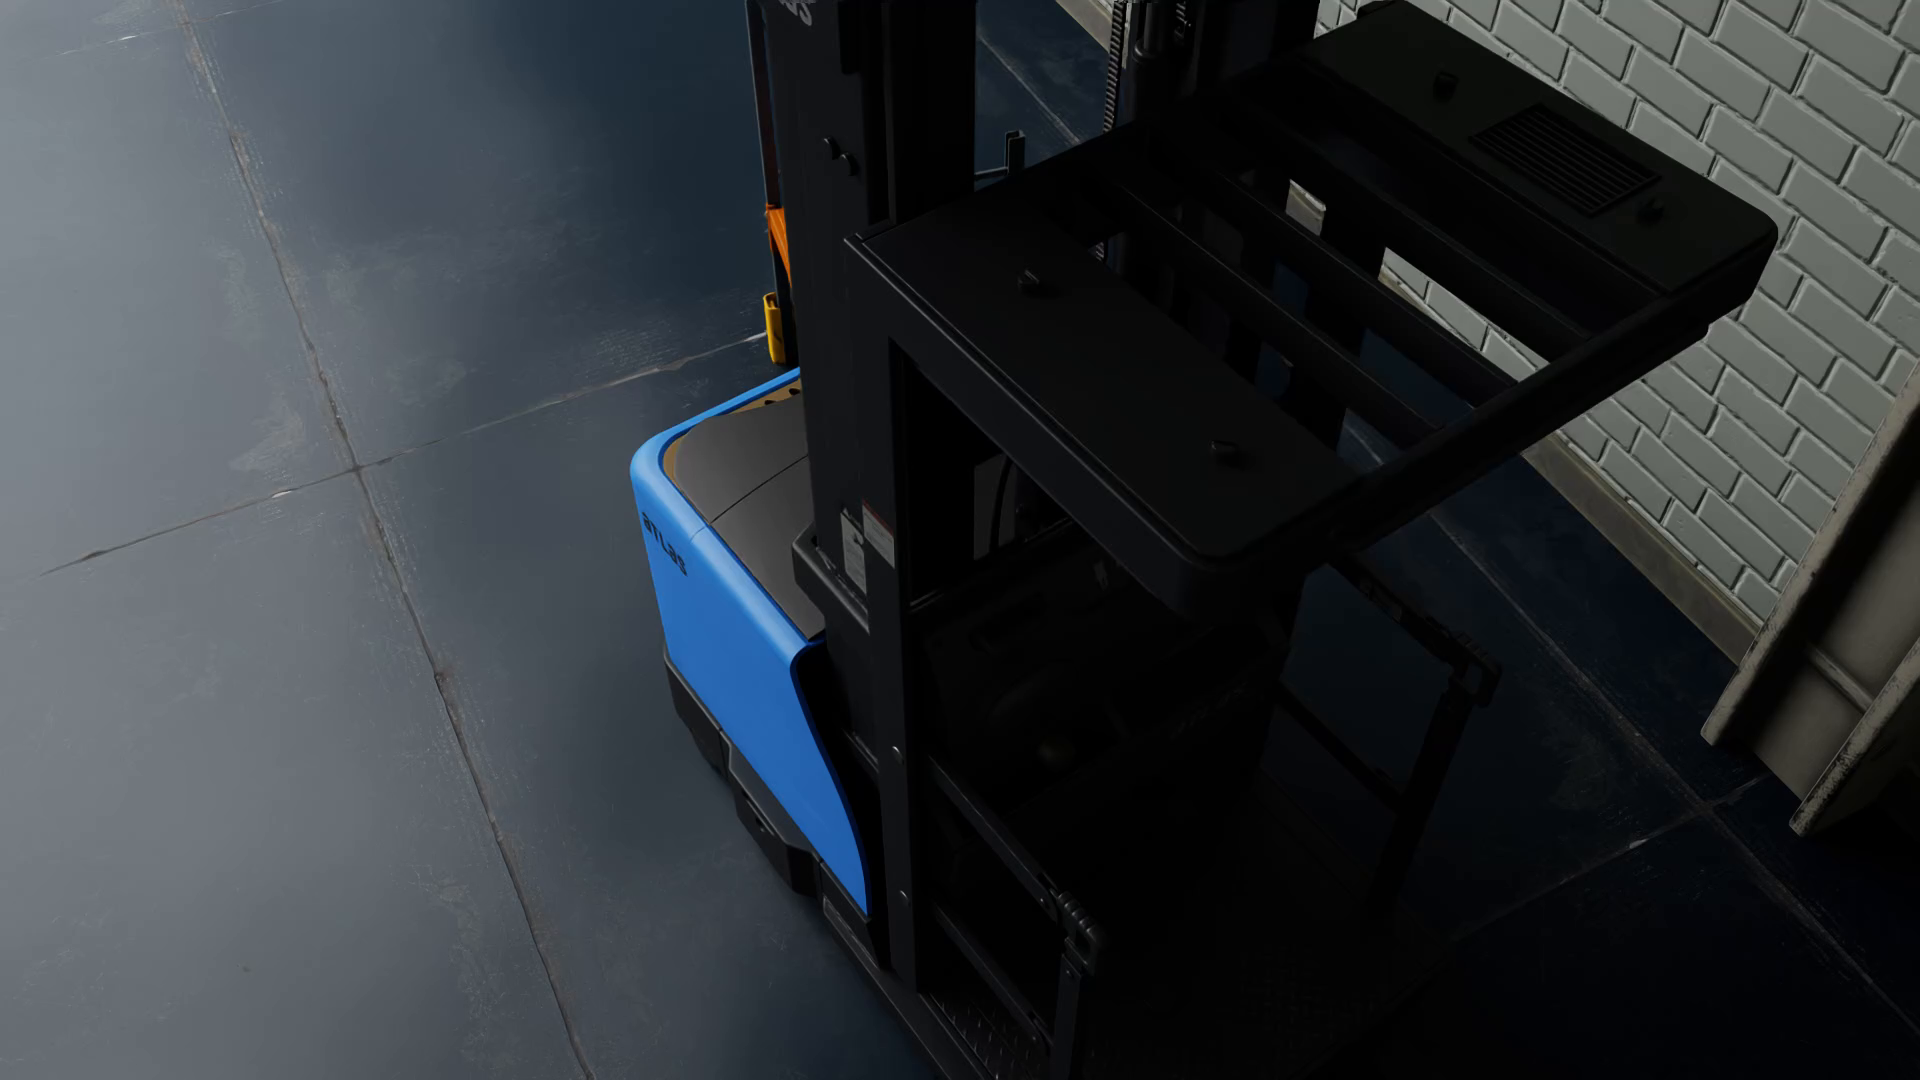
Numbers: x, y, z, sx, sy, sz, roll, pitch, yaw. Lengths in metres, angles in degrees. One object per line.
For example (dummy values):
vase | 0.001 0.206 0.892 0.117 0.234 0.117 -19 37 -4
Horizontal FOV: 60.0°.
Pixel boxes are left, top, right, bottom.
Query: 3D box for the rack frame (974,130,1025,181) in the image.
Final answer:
rack frame | -0.081 -0.465 4.660 0.500 1.500 0.032 -13 50 -11

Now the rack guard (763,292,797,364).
rack guard | -0.379 -0.784 5.770 0.587 0.250 0.087 -13 50 -11

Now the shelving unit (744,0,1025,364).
shelving unit | -0.232 -0.837 4.986 0.587 1.500 1.083 -13 50 -11

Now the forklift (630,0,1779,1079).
forklift | 0.456 0.203 3.125 1.130 2.935 3.031 -29 55 -23

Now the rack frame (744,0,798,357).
rack frame | -0.379 -1.197 5.300 0.500 1.500 0.032 -13 50 -11

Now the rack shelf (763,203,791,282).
rack shelf | -0.230 -0.713 5.116 0.538 0.185 1.000 -13 50 -11
